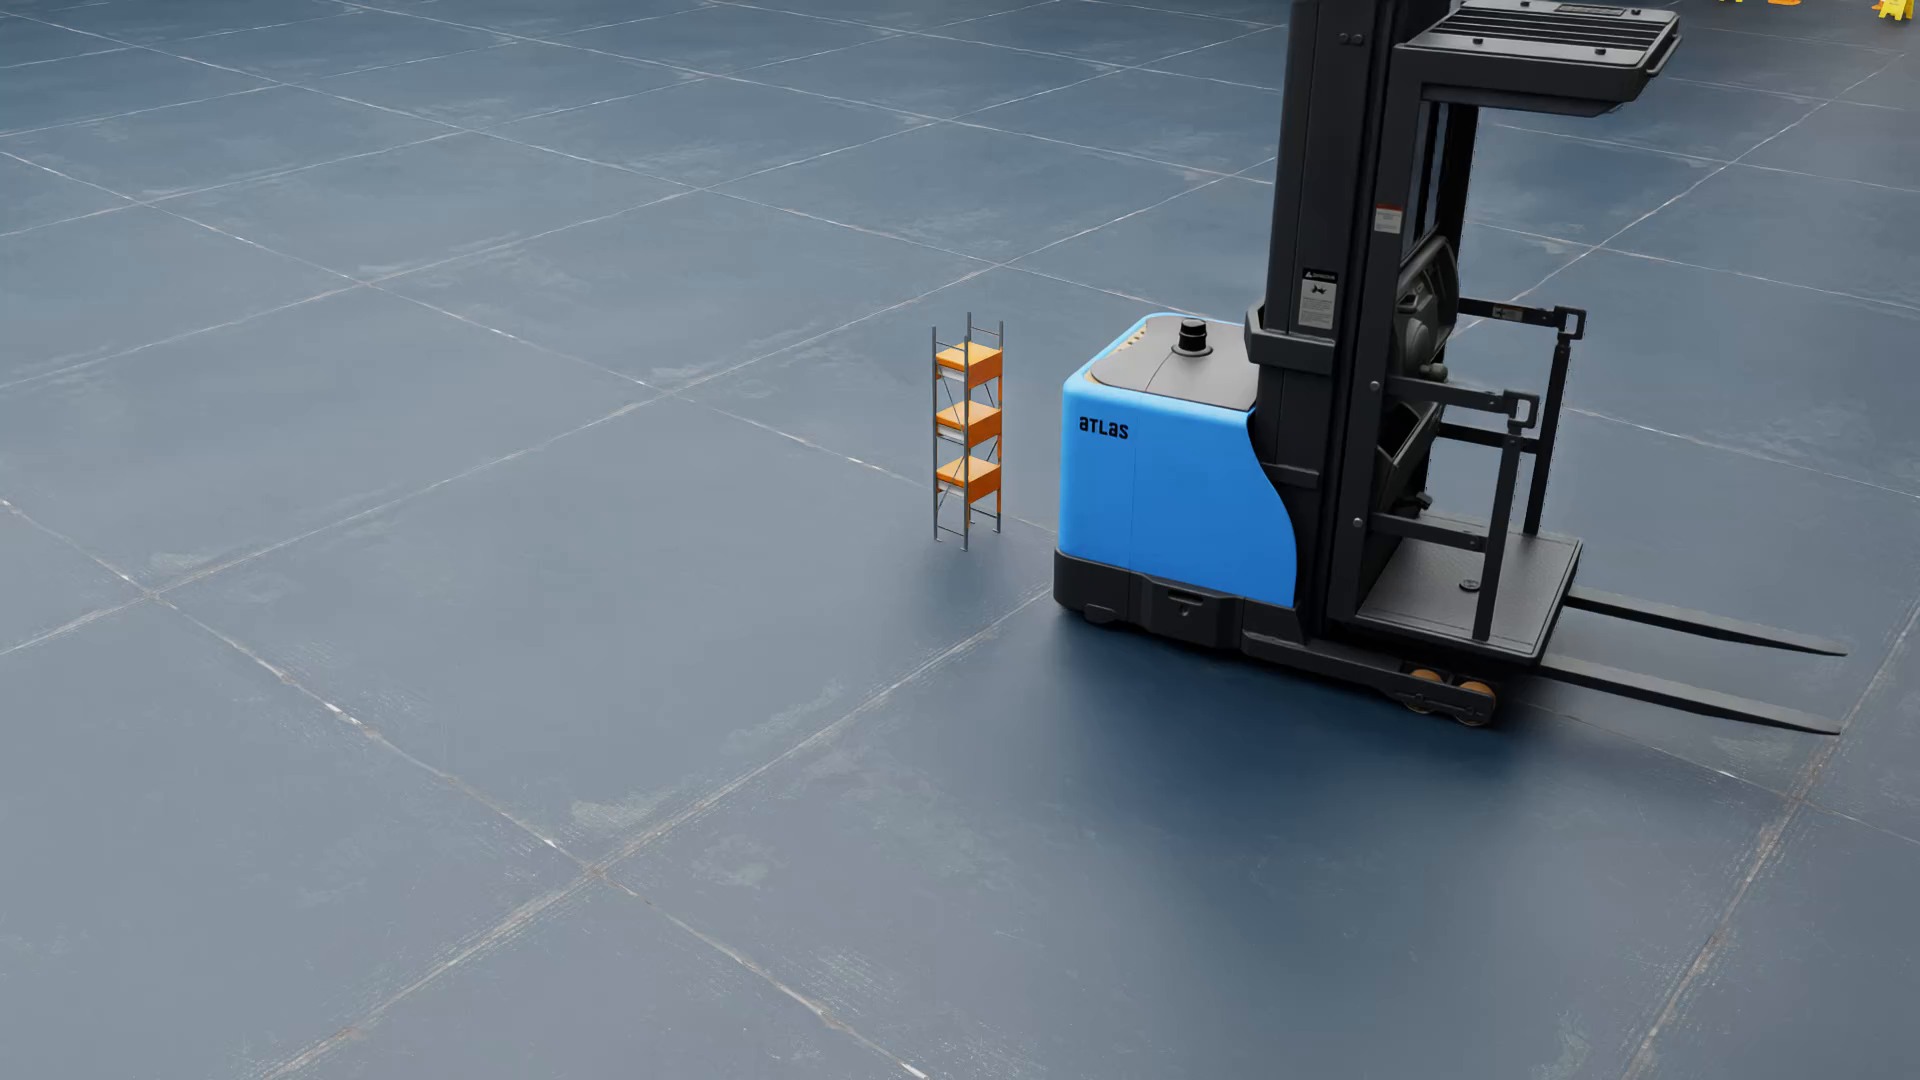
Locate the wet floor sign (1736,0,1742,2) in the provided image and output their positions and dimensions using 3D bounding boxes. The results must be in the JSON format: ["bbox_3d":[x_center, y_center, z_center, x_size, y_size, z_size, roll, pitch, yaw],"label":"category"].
[{"bbox_3d":[9.666,-7.057,20.689,0.267,0.644,0.232,15,31,26],"label":"wet floor sign"}]

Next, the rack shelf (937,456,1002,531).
[{"bbox_3d":[0.034,-0.229,7.678,0.215,0.259,0.240,21,34,34],"label":"rack shelf"}]

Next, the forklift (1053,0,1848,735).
[{"bbox_3d":[1.948,-0.869,6.239,3.031,2.935,1.130,13,30,24],"label":"forklift"}]

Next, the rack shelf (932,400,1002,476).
[{"bbox_3d":[0.034,-0.476,7.550,0.215,0.259,0.240,21,34,34],"label":"rack shelf"}]

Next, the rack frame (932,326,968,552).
[{"bbox_3d":[-0.044,-0.442,7.462,0.200,1.050,0.008,21,34,34],"label":"rack frame"}]

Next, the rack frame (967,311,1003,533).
[{"bbox_3d":[0.112,-0.529,7.629,0.200,1.050,0.008,21,34,34],"label":"rack frame"}]

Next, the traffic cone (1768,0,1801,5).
[{"bbox_3d":[10.246,-6.887,20.560,0.336,0.463,0.334,21,34,34],"label":"traffic cone"}]

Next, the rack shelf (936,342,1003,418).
[{"bbox_3d":[0.034,-0.728,7.420,0.215,0.259,0.240,21,34,34],"label":"rack shelf"}]

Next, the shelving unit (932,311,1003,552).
[{"bbox_3d":[0.034,-0.485,7.545,0.215,1.050,0.252,21,34,34],"label":"shelving unit"}]

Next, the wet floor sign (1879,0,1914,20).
[{"bbox_3d":[11.094,-6.481,19.575,0.232,0.644,0.267,-15,31,-27],"label":"wet floor sign"}]

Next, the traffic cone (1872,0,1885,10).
[{"bbox_3d":[11.318,-6.684,20.166,0.336,0.463,0.334,21,34,34],"label":"traffic cone"}]
